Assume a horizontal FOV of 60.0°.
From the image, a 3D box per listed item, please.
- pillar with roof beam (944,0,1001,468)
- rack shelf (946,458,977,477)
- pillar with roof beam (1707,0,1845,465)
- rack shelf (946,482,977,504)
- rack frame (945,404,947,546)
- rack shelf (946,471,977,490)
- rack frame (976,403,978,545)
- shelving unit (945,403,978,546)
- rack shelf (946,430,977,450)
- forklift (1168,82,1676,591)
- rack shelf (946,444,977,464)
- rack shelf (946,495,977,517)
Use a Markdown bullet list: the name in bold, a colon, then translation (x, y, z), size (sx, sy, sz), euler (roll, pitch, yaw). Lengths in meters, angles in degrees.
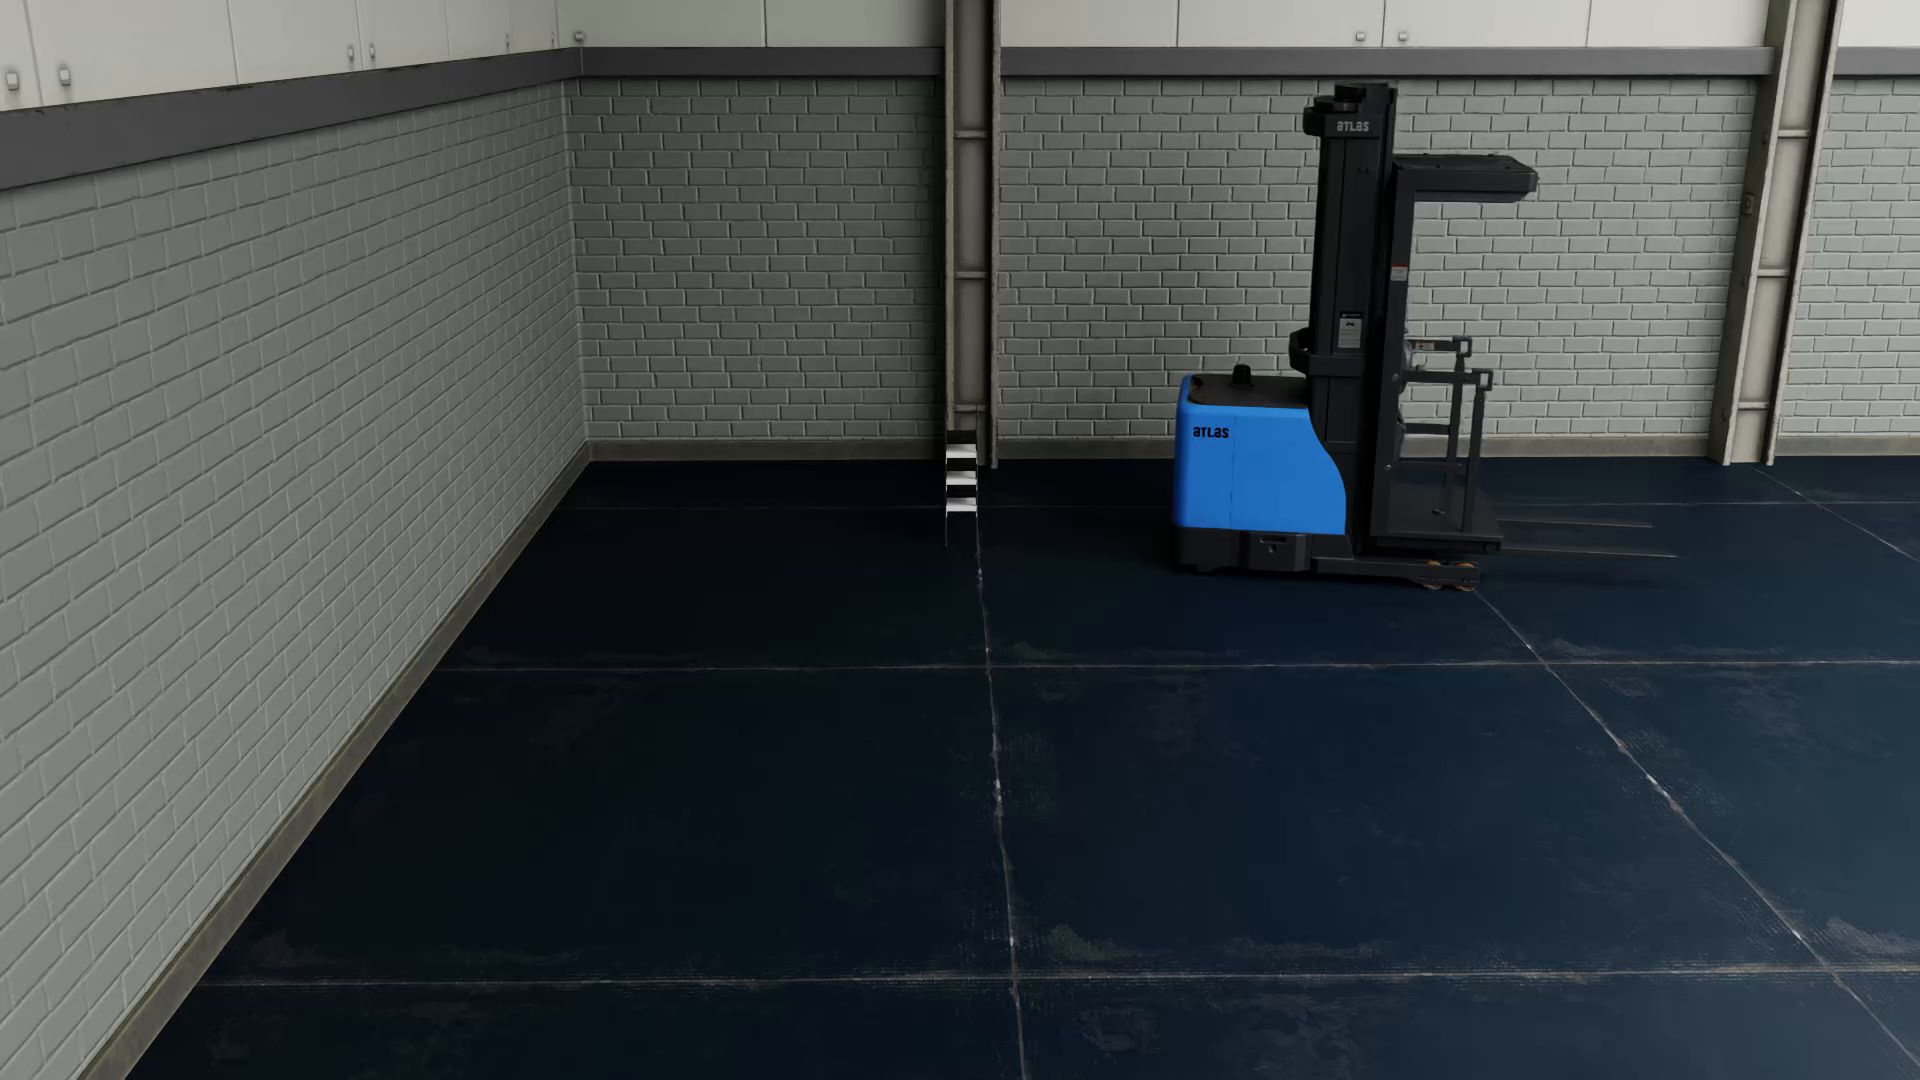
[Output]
- **pillar with roof beam**: translation (0.156, -3.566, 7.433), size (0.400, 9.000, 9.100), euler (0, 18, -1)
- **rack shelf**: translation (0.008, -0.482, 10.893), size (0.200, 0.077, 0.258), euler (0, 18, -1)
- **pillar with roof beam**: translation (6.155, -3.595, 7.523), size (0.400, 9.000, 9.100), euler (0, 18, -1)
- **rack shelf**: translation (0.008, -0.311, 10.948), size (0.200, 0.077, 0.258), euler (0, 18, -1)
- **rack frame**: translation (-0.094, -0.428, 10.909), size (0.006, 0.900, 0.240), euler (0, 18, -1)
- **rack shelf**: translation (0.008, -0.397, 10.920), size (0.200, 0.077, 0.258), euler (0, 18, -1)
- **rack frame**: translation (0.110, -0.429, 10.912), size (0.006, 0.900, 0.240), euler (0, 18, -1)
- **shelving unit**: translation (0.008, -0.429, 10.910), size (0.210, 0.900, 0.258), euler (0, 18, -1)
- **rack shelf**: translation (0.008, -0.654, 10.838), size (0.200, 0.077, 0.258), euler (0, 18, -1)
- **forklift**: translation (2.872, -1.262, 10.182), size (3.031, 2.935, 1.130), euler (3, 18, 9)
- **rack shelf**: translation (0.008, -0.568, 10.865), size (0.200, 0.077, 0.258), euler (0, 18, -1)
- **rack shelf**: translation (0.008, -0.225, 10.975), size (0.200, 0.077, 0.258), euler (0, 18, -1)
